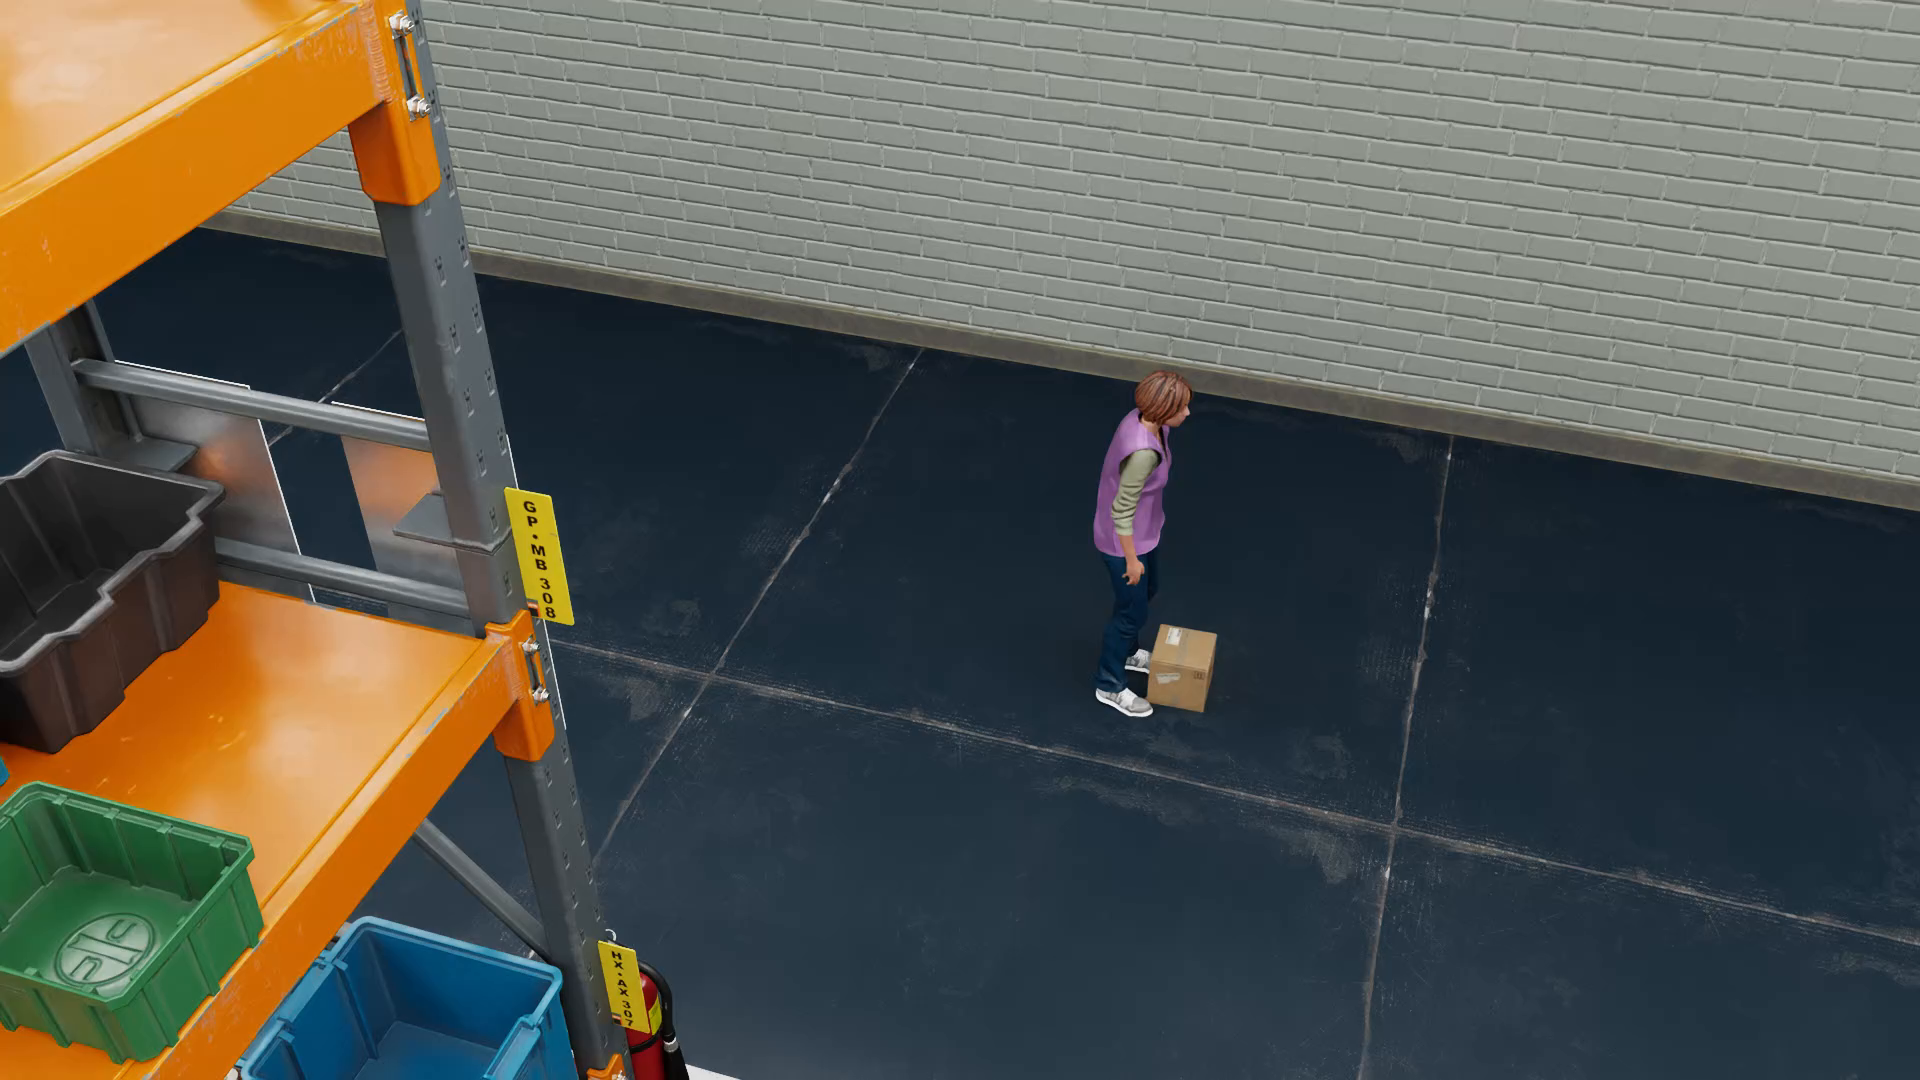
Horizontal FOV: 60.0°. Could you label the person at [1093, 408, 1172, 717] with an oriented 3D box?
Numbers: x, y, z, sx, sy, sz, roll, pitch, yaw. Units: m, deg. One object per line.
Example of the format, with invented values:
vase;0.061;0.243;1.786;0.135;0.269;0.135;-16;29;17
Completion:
person;0.729;0.069;6.973;0.346;1.391;0.472;9;38;12
